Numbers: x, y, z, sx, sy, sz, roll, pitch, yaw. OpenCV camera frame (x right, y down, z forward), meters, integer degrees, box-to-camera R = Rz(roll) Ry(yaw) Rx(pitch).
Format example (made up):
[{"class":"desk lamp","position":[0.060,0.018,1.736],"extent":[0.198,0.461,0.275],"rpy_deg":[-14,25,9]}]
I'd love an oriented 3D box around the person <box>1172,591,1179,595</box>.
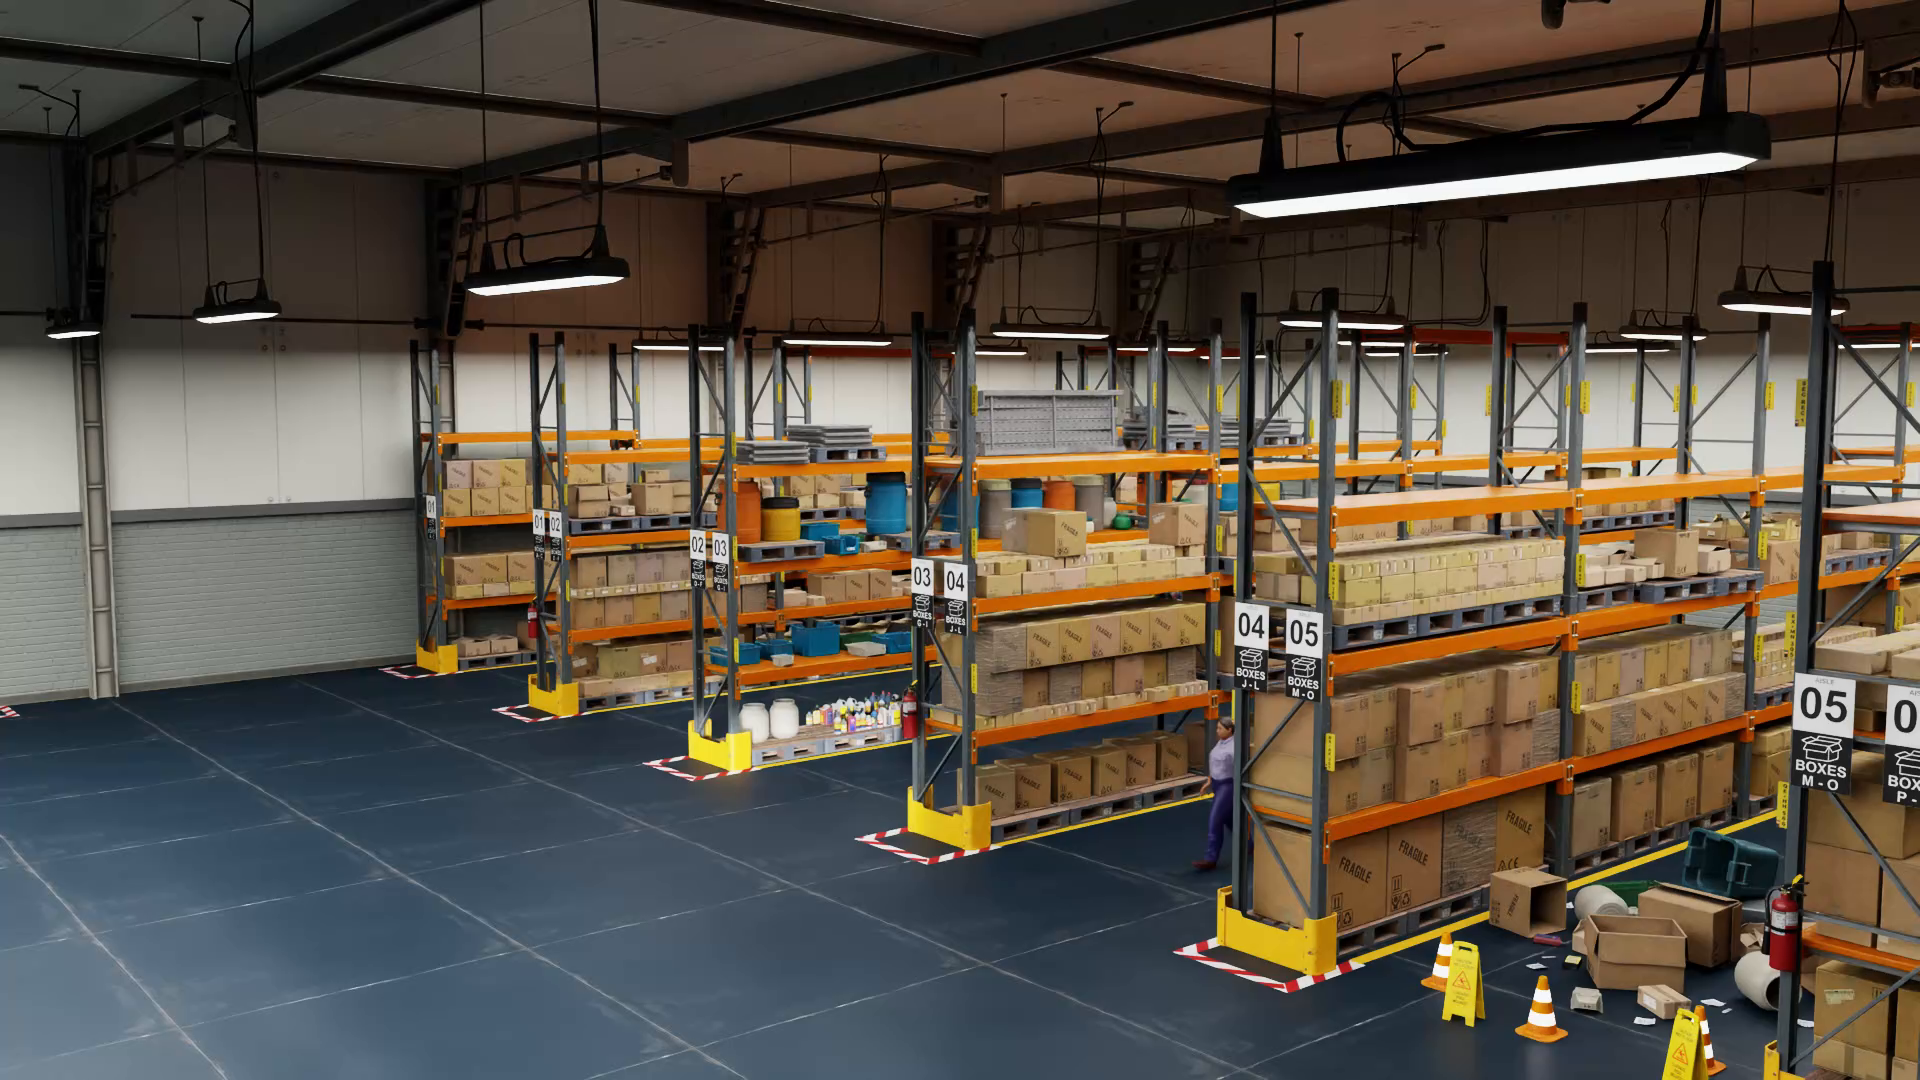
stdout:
[{"class":"person","position":[4.475,1.260,33.229],"extent":[0.843,1.634,0.454],"rpy_deg":[-5,7,-42]}]

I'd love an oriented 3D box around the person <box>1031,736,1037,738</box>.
[{"class":"person","position":[0.956,2.115,24.388],"extent":[0.538,1.707,0.388],"rpy_deg":[2,6,23]}]

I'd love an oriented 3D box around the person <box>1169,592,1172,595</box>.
[{"class":"person","position":[4.744,0.657,39.412],"extent":[0.597,1.706,1.105],"rpy_deg":[4,7,39]}]

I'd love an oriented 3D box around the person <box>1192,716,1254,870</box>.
[{"class":"person","position":[2.861,2.721,17.939],"extent":[0.824,1.597,0.532],"rpy_deg":[-1,5,-6]}]

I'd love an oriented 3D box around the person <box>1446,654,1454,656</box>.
[{"class":"person","position":[6.297,2.324,21.375],"extent":[0.609,1.841,0.623],"rpy_deg":[-4,7,-37]}]
